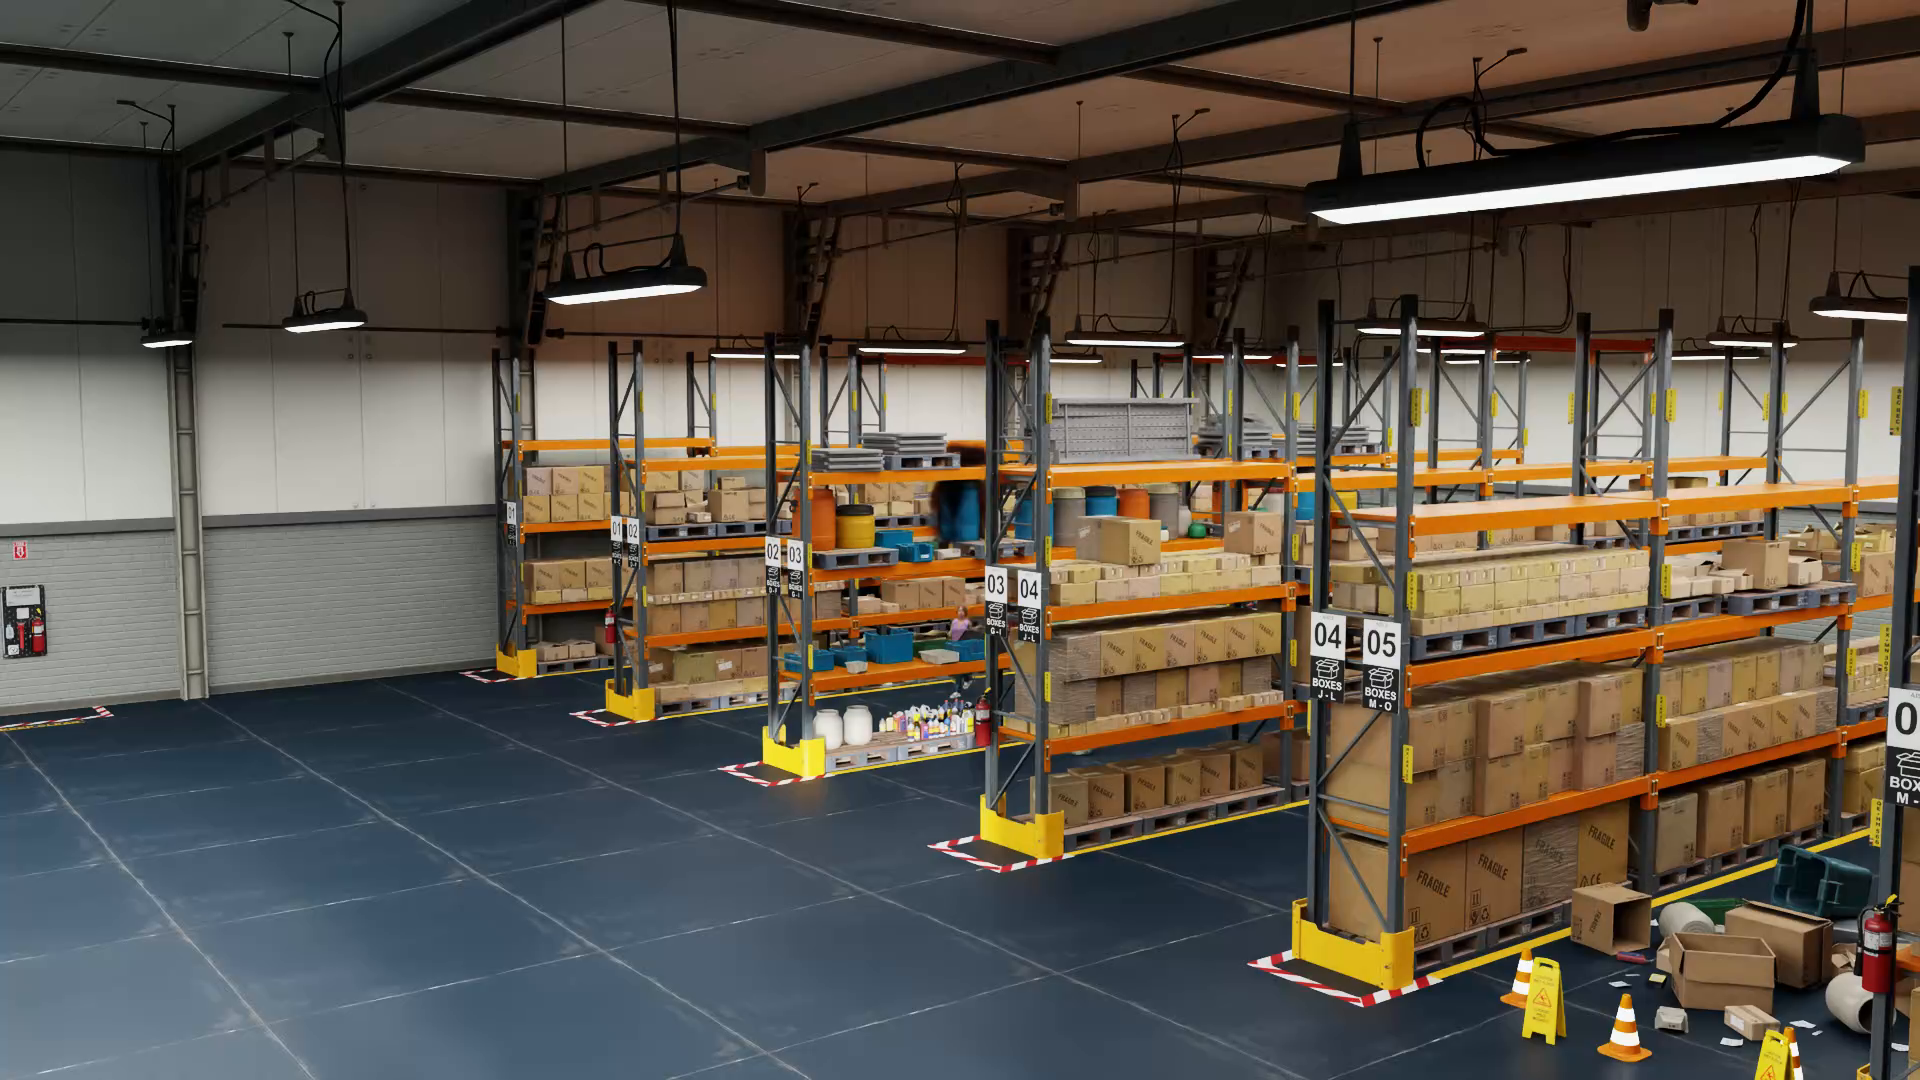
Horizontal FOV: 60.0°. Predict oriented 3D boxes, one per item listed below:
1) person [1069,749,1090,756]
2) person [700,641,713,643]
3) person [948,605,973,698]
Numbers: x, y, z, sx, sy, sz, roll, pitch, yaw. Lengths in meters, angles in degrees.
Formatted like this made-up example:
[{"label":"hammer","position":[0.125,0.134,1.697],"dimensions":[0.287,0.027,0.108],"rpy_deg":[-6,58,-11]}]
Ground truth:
[{"label":"person","position":[1.760,2.182,23.912],"dimensions":[0.461,1.784,0.627],"rpy_deg":[-1,5,-7]},{"label":"person","position":[-4.690,1.621,30.710],"dimensions":[0.442,1.687,0.495],"rpy_deg":[2,5,23]},{"label":"person","position":[0.024,1.882,28.353],"dimensions":[0.401,1.550,0.782],"rpy_deg":[4,7,41]}]
